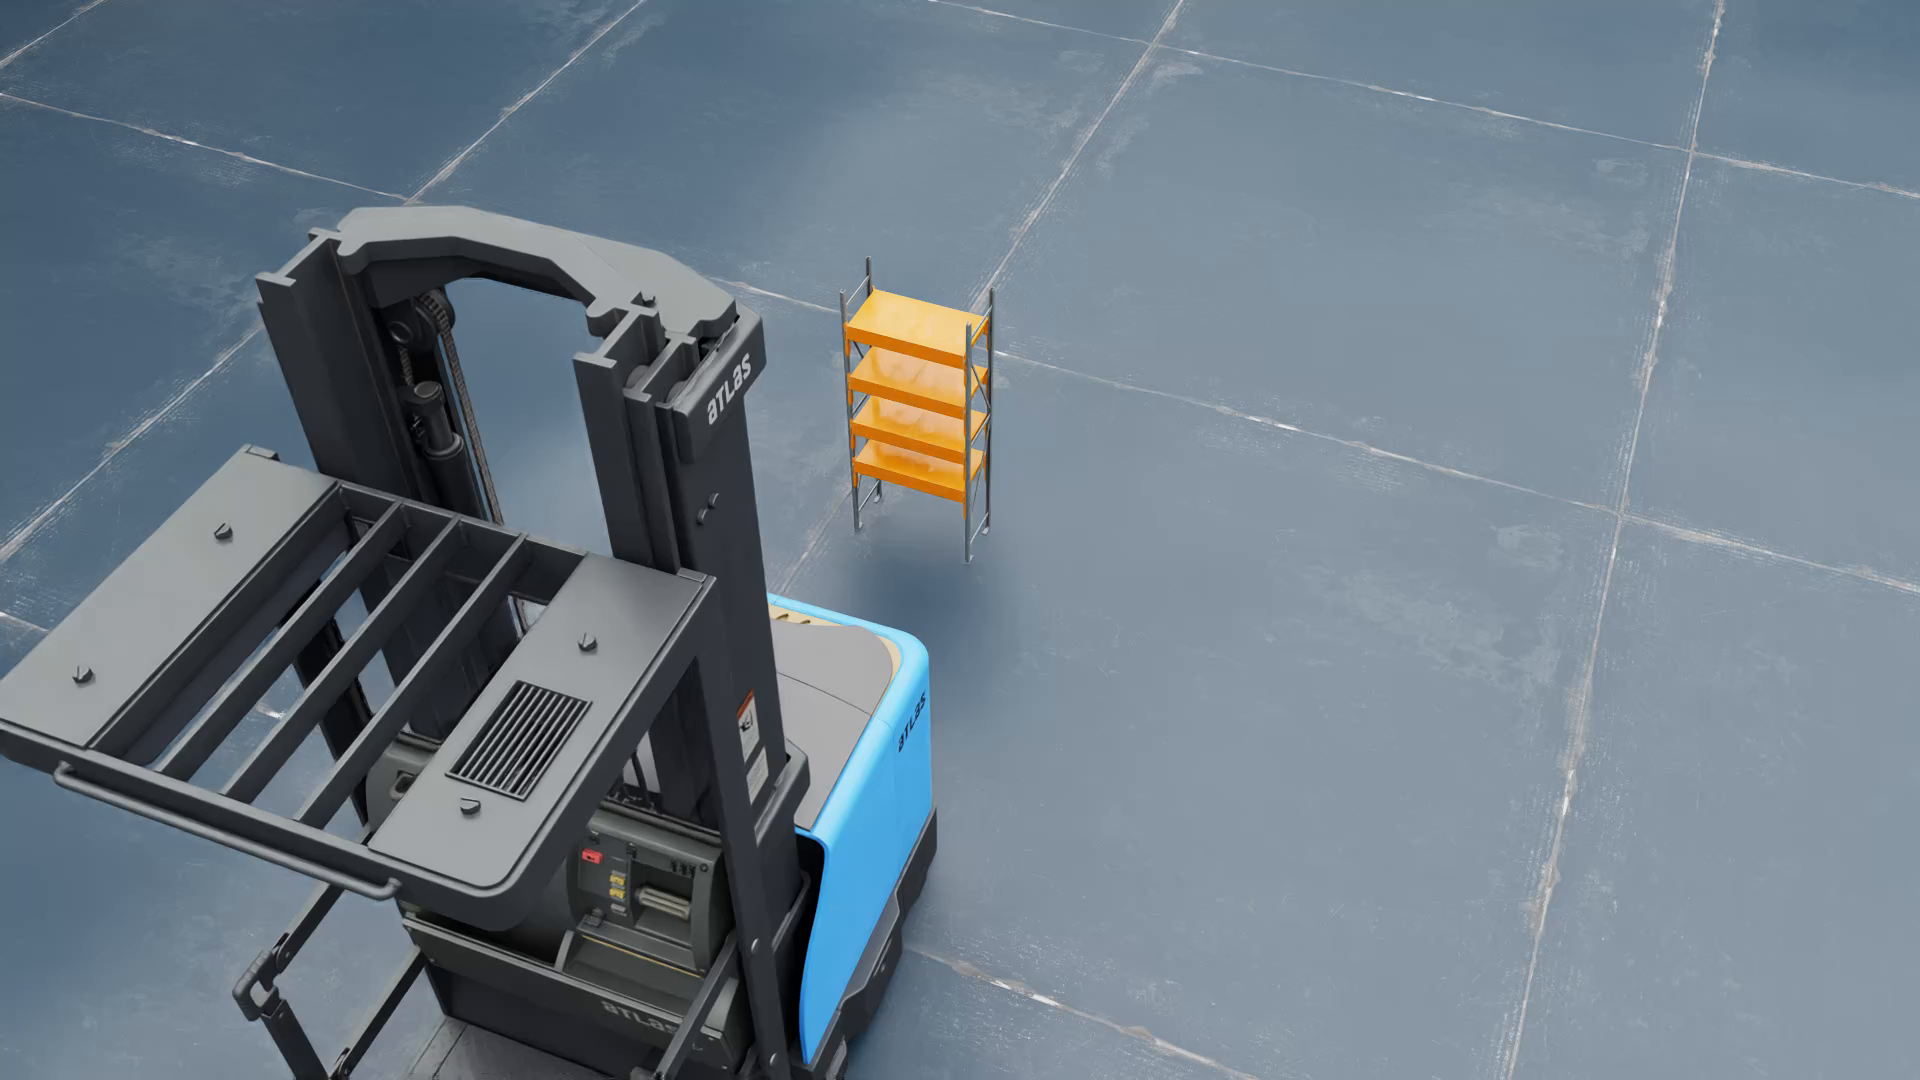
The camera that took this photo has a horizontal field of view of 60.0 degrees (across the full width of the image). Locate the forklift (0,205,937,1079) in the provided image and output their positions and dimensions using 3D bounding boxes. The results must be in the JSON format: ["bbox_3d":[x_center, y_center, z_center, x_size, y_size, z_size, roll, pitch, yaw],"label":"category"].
[{"bbox_3d":[-1.075,0.865,3.803,1.130,2.935,3.031,15,47,15],"label":"forklift"}]

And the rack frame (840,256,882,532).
[{"bbox_3d":[-0.378,-0.537,6.439,0.015,1.200,0.240,16,47,16],"label":"rack frame"}]

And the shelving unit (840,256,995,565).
[{"bbox_3d":[-0.153,-0.470,6.372,0.503,1.200,0.258,16,47,16],"label":"shelving unit"}]

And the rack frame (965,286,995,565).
[{"bbox_3d":[0.072,-0.404,6.305,0.015,1.200,0.240,16,47,16],"label":"rack frame"}]

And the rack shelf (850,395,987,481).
[{"bbox_3d":[-0.153,-0.423,6.419,0.480,0.148,0.258,16,47,16],"label":"rack shelf"}]

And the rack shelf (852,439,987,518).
[{"bbox_3d":[-0.153,-0.282,6.559,0.480,0.148,0.258,16,47,16],"label":"rack shelf"}]

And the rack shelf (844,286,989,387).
[{"bbox_3d":[-0.153,-0.749,6.095,0.480,0.148,0.258,16,47,16],"label":"rack shelf"}]

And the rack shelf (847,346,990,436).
[{"bbox_3d":[-0.153,-0.581,6.262,0.480,0.148,0.258,16,47,16],"label":"rack shelf"}]
